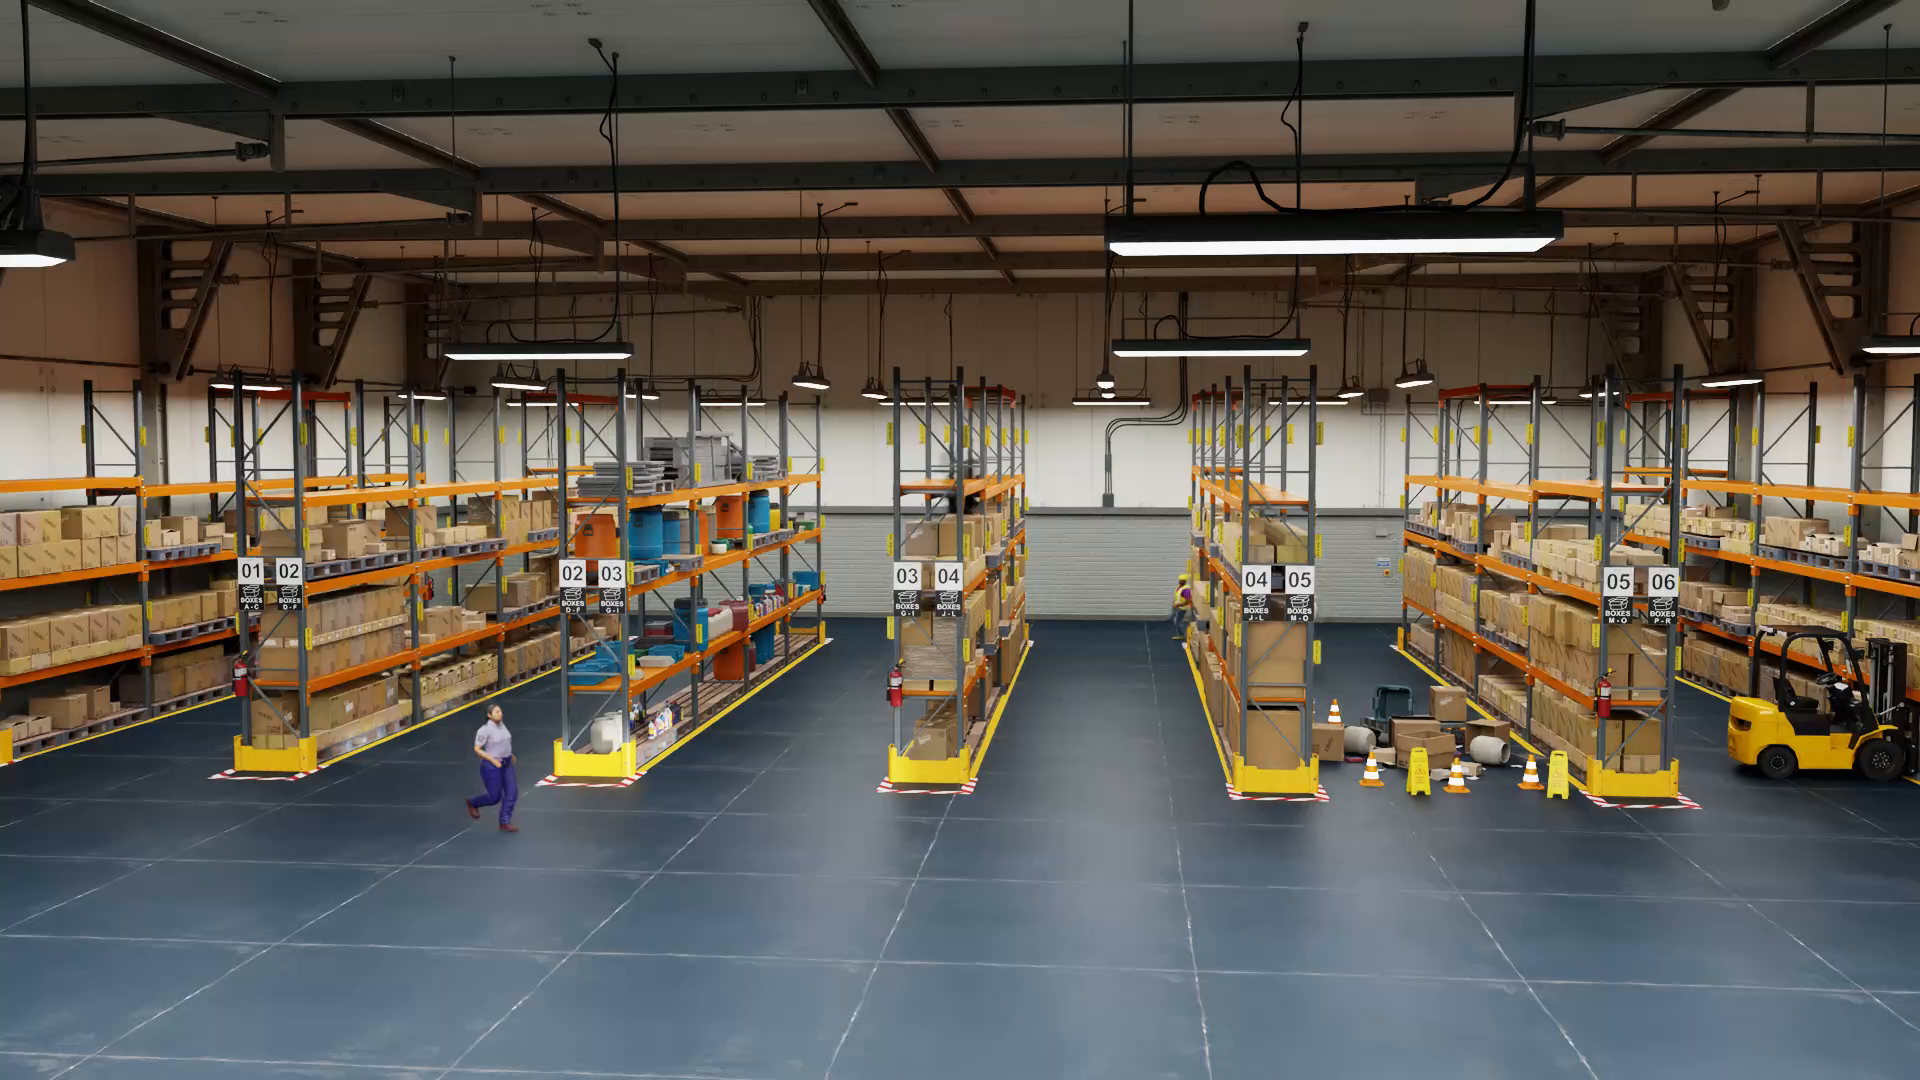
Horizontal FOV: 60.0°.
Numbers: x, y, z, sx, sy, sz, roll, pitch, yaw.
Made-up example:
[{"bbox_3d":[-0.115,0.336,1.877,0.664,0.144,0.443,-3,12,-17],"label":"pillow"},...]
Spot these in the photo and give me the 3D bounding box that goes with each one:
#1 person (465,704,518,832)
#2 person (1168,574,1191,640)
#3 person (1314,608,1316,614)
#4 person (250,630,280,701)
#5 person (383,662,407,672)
[{"bbox_3d":[-5.934,2.895,21.177,0.720,1.608,0.615,2,4,25],"label":"person"},{"bbox_3d":[5.356,1.639,40.721,0.539,1.669,0.873,-1,4,-17],"label":"person"},{"bbox_3d":[7.581,1.866,36.854,0.621,1.729,0.919,0,4,7],"label":"person"},{"bbox_3d":[-11.534,2.381,27.550,0.686,1.809,0.988,0,4,-2],"label":"person"},{"bbox_3d":[-11.188,1.993,32.927,0.635,1.685,0.796,0,4,4],"label":"person"}]
